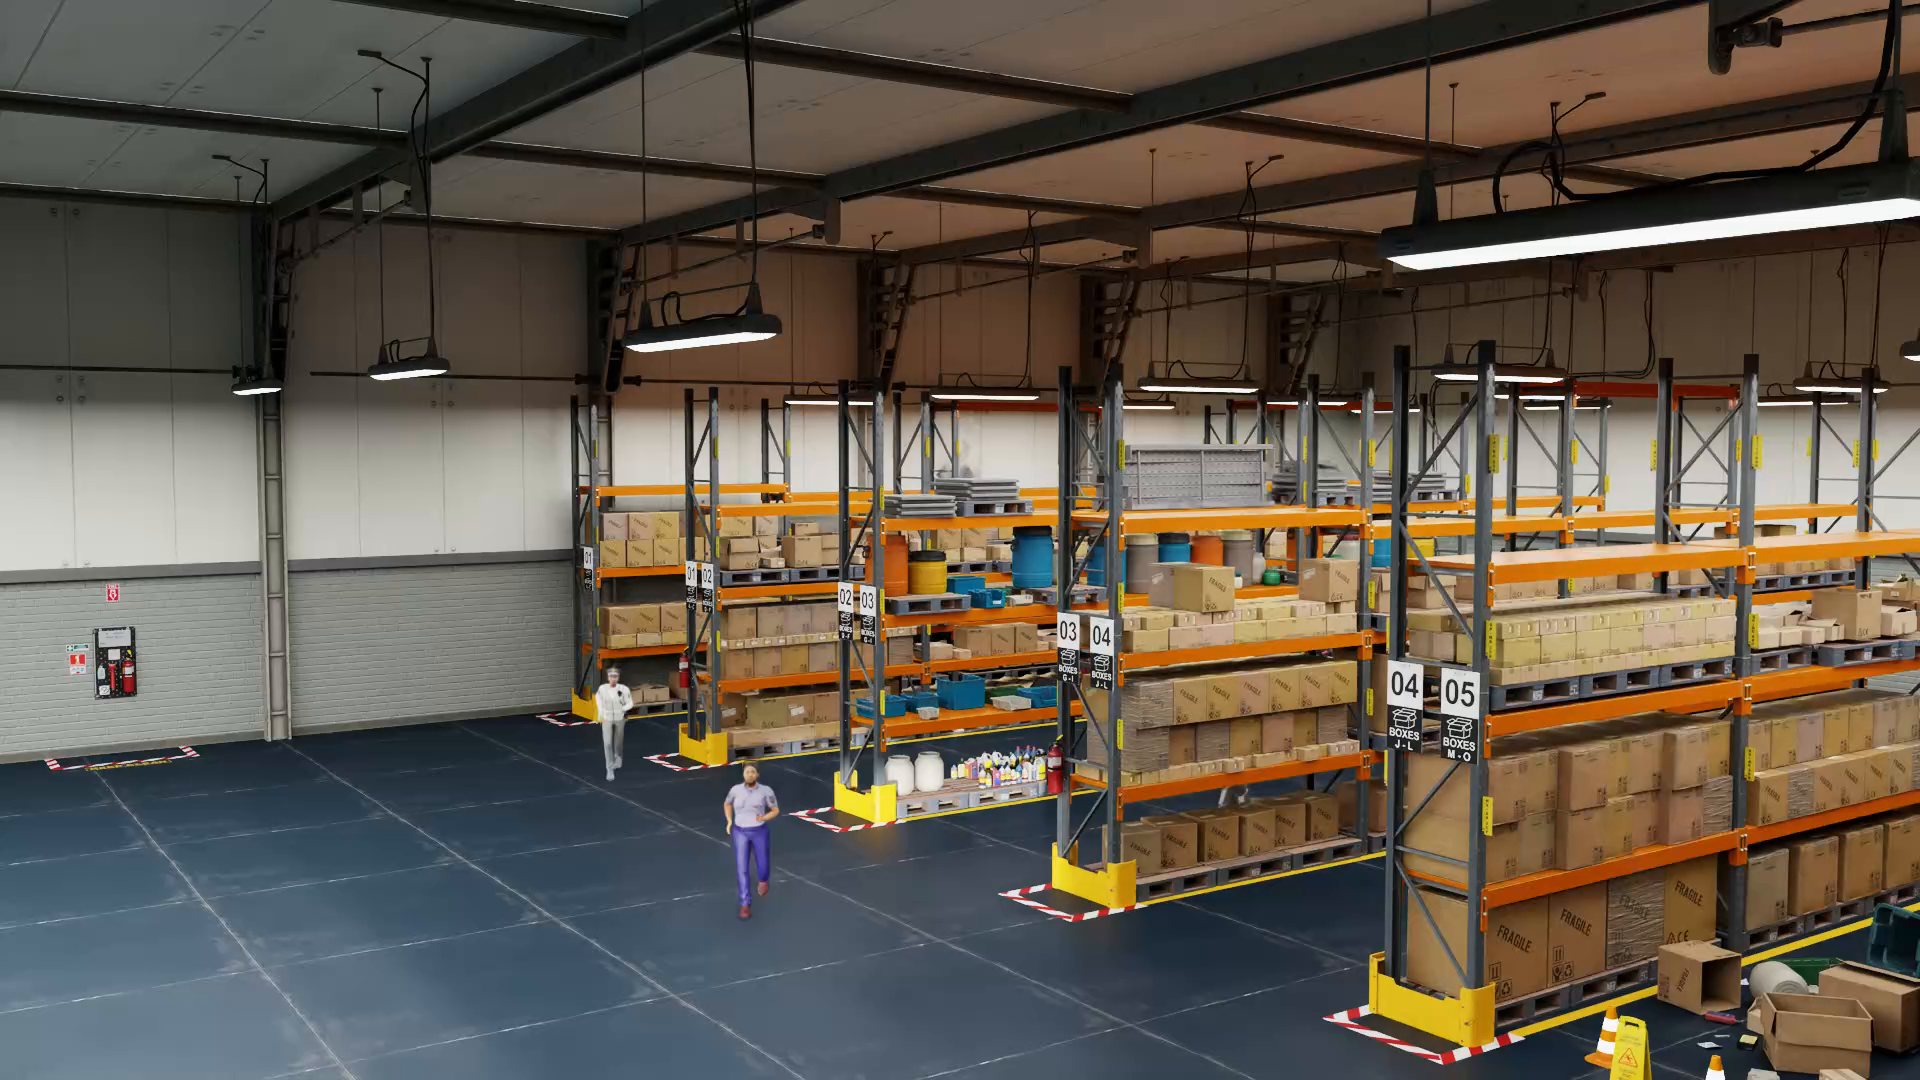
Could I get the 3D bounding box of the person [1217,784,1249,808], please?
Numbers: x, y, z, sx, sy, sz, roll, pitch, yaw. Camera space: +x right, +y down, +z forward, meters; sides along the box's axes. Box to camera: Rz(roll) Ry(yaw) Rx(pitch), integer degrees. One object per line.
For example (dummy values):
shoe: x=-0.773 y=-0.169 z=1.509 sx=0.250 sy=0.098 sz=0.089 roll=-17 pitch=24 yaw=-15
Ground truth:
person: x=3.706 y=2.957 z=22.717 sx=0.568 sy=1.663 sz=0.935 roll=3 pitch=5 yaw=41

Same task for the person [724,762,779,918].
person: x=-2.297 y=3.255 z=18.278 sx=0.619 sy=1.605 sz=0.862 roll=0 pitch=3 yaw=-3

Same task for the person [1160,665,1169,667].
person: x=3.364 y=2.575 z=28.756 sx=0.634 sy=1.692 sz=0.663 roll=3 pitch=5 yaw=42

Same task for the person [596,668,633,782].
person: x=-5.317 y=2.787 z=25.588 sx=0.570 sy=1.702 sz=0.912 roll=-1 pitch=3 yaw=-10
